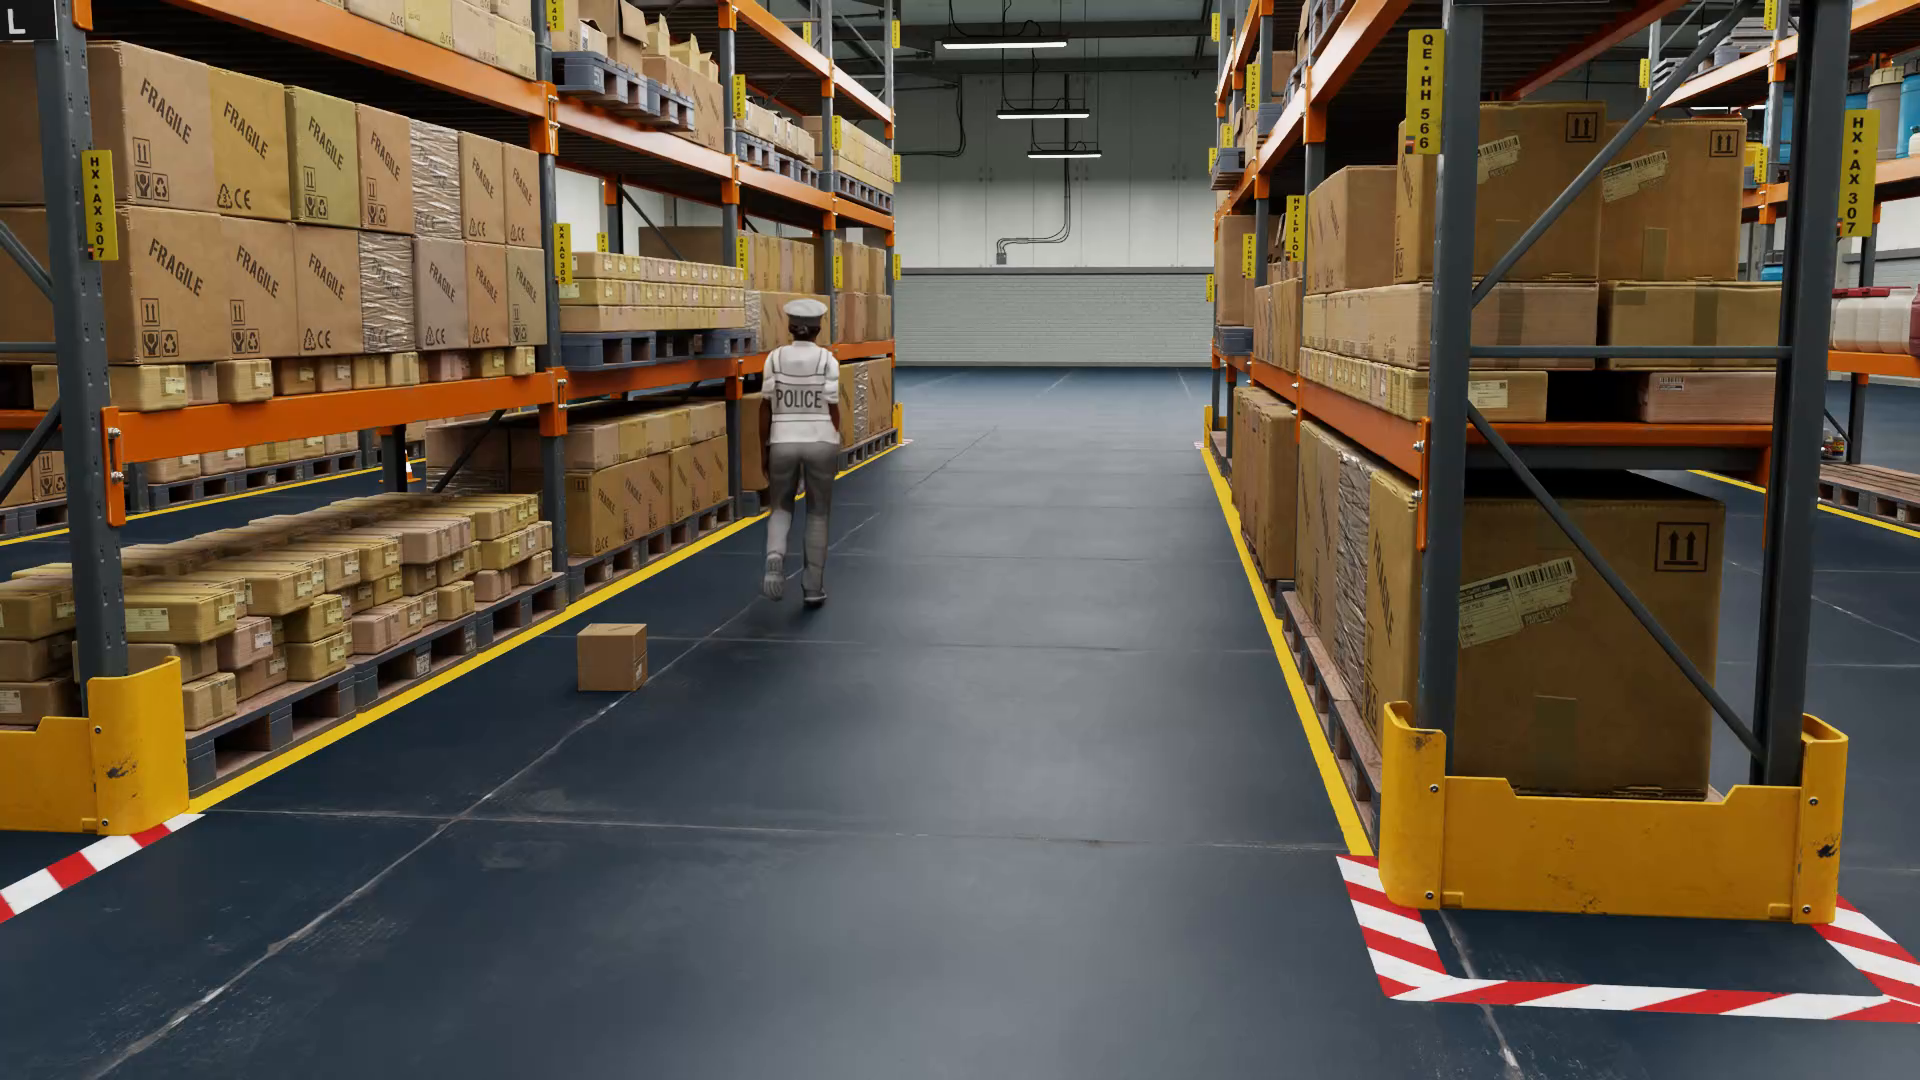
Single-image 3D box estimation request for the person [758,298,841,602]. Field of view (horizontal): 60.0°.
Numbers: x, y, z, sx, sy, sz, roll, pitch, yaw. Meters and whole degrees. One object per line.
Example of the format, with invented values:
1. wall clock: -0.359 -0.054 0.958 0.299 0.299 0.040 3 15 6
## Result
1. person: -0.881 -0.478 9.097 0.459 1.677 0.487 1 8 5
